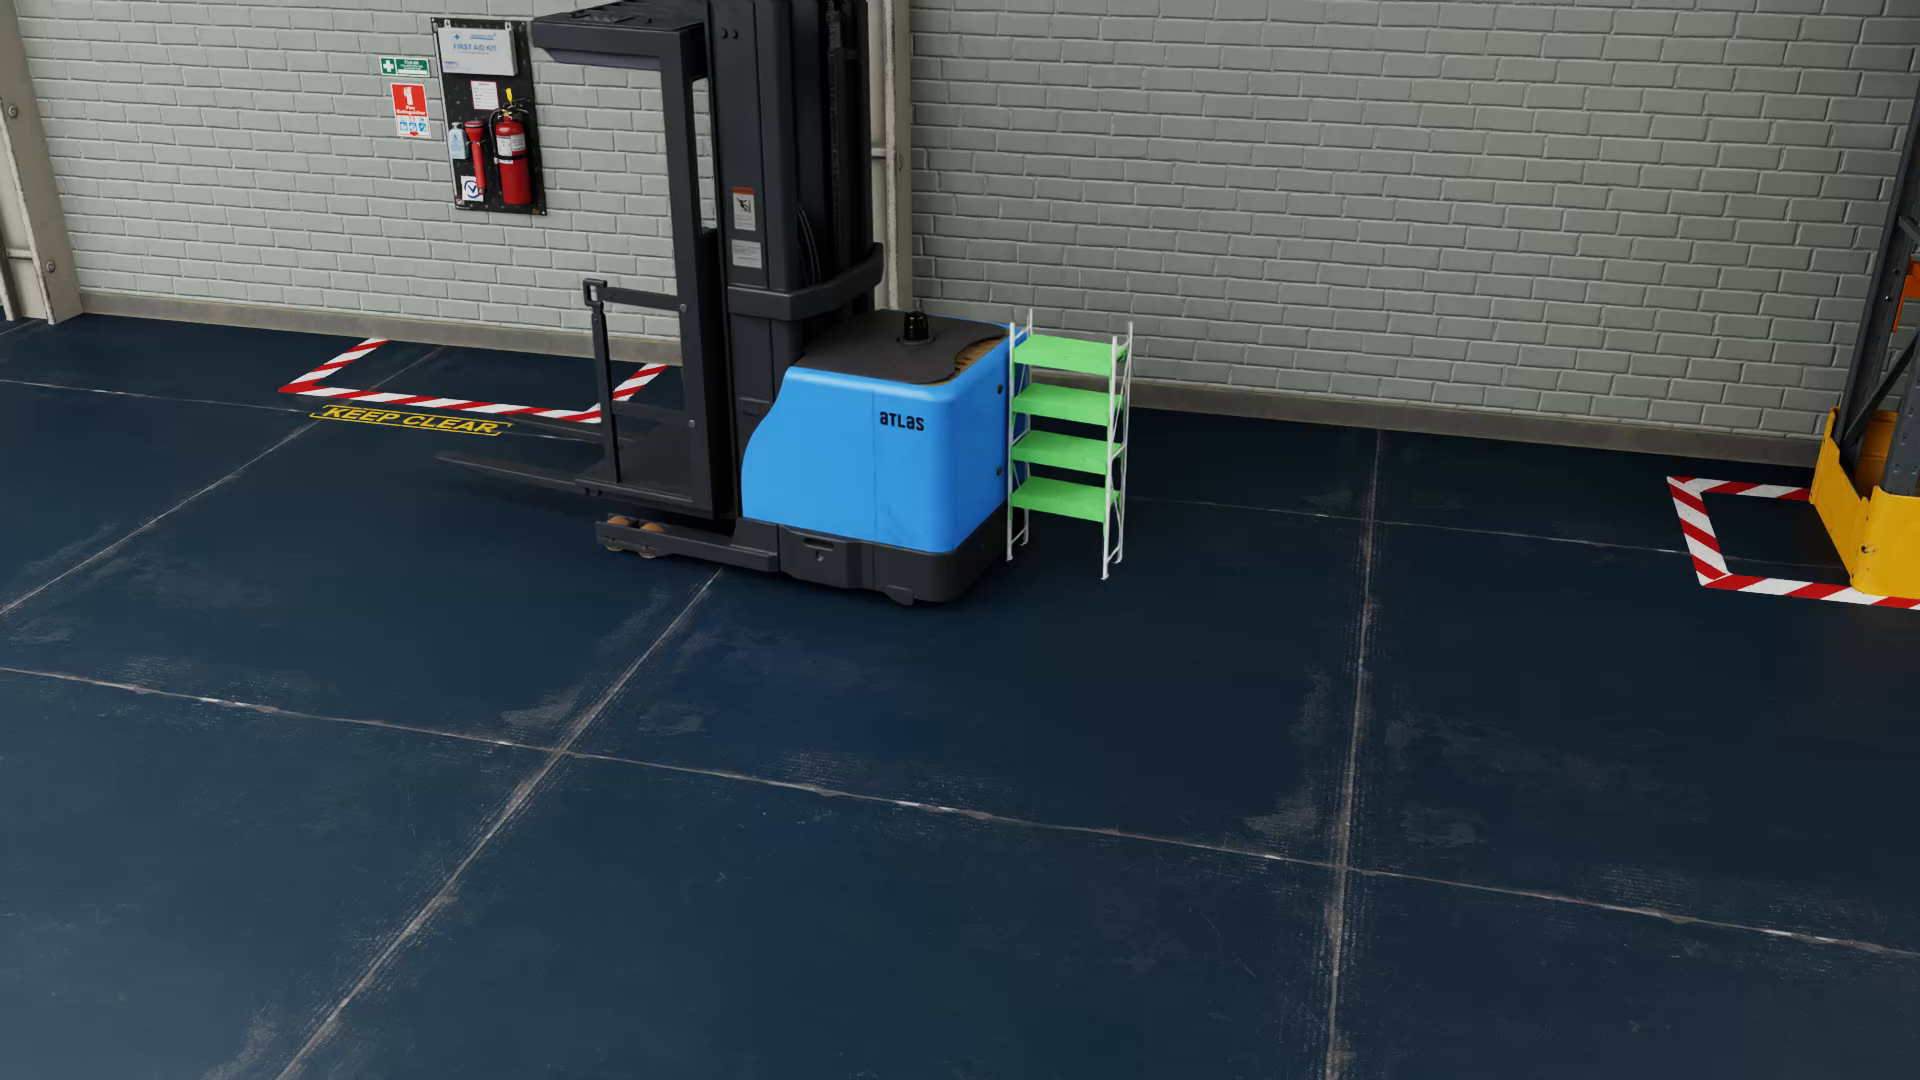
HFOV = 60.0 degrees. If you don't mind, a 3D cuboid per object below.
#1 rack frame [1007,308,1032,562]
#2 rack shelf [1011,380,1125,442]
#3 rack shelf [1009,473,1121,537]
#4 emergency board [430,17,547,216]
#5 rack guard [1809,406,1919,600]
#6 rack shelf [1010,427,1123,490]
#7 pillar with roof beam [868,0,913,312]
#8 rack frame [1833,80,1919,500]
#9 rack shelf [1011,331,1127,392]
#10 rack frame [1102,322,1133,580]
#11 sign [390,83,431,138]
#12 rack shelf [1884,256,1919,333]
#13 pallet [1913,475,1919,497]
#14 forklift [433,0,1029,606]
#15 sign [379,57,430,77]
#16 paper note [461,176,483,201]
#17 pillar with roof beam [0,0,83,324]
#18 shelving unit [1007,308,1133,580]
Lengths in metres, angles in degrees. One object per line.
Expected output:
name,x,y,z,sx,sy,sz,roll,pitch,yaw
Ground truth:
rack frame,0.281,-0.484,7.871,0.015,1.200,0.240,11,27,21
rack shelf,0.505,-0.601,7.708,0.480,0.148,0.258,11,27,21
rack shelf,0.505,-0.168,7.914,0.480,0.148,0.258,11,27,21
emergency board,-2.899,-2.548,10.112,0.643,1.169,0.194,6,26,13
rack guard,4.476,-0.203,8.095,0.348,0.500,1.175,6,26,13
rack shelf,0.505,-0.385,7.811,0.480,0.148,0.258,11,27,21
pillar with roof beam,-1.587,-3.184,4.469,0.400,9.000,9.100,6,26,13
rack frame,4.403,-1.340,7.575,0.127,3.000,1.000,6,26,13
rack shelf,0.505,-0.818,7.604,0.480,0.148,0.258,11,27,21
rack frame,0.728,-0.400,7.695,0.015,1.200,0.240,11,27,21
sign,-3.408,-2.666,10.319,0.234,0.329,0.001,6,26,13
rack shelf,6.340,-0.801,7.280,4.000,0.370,1.077,6,26,13
pallet,5.254,0.029,7.944,1.213,0.211,1.003,6,26,13
forklift,-1.223,-1.429,7.842,3.031,2.935,1.130,11,27,21
sign,-3.406,-2.901,10.196,0.331,0.109,0.001,6,26,13
paper note,-3.053,-2.198,10.402,0.142,0.148,0.016,6,26,13
pillar with roof beam,-7.398,-3.826,5.818,0.400,9.000,9.100,6,26,13
shelving unit,0.505,-0.442,7.783,0.503,1.200,0.258,11,27,21
